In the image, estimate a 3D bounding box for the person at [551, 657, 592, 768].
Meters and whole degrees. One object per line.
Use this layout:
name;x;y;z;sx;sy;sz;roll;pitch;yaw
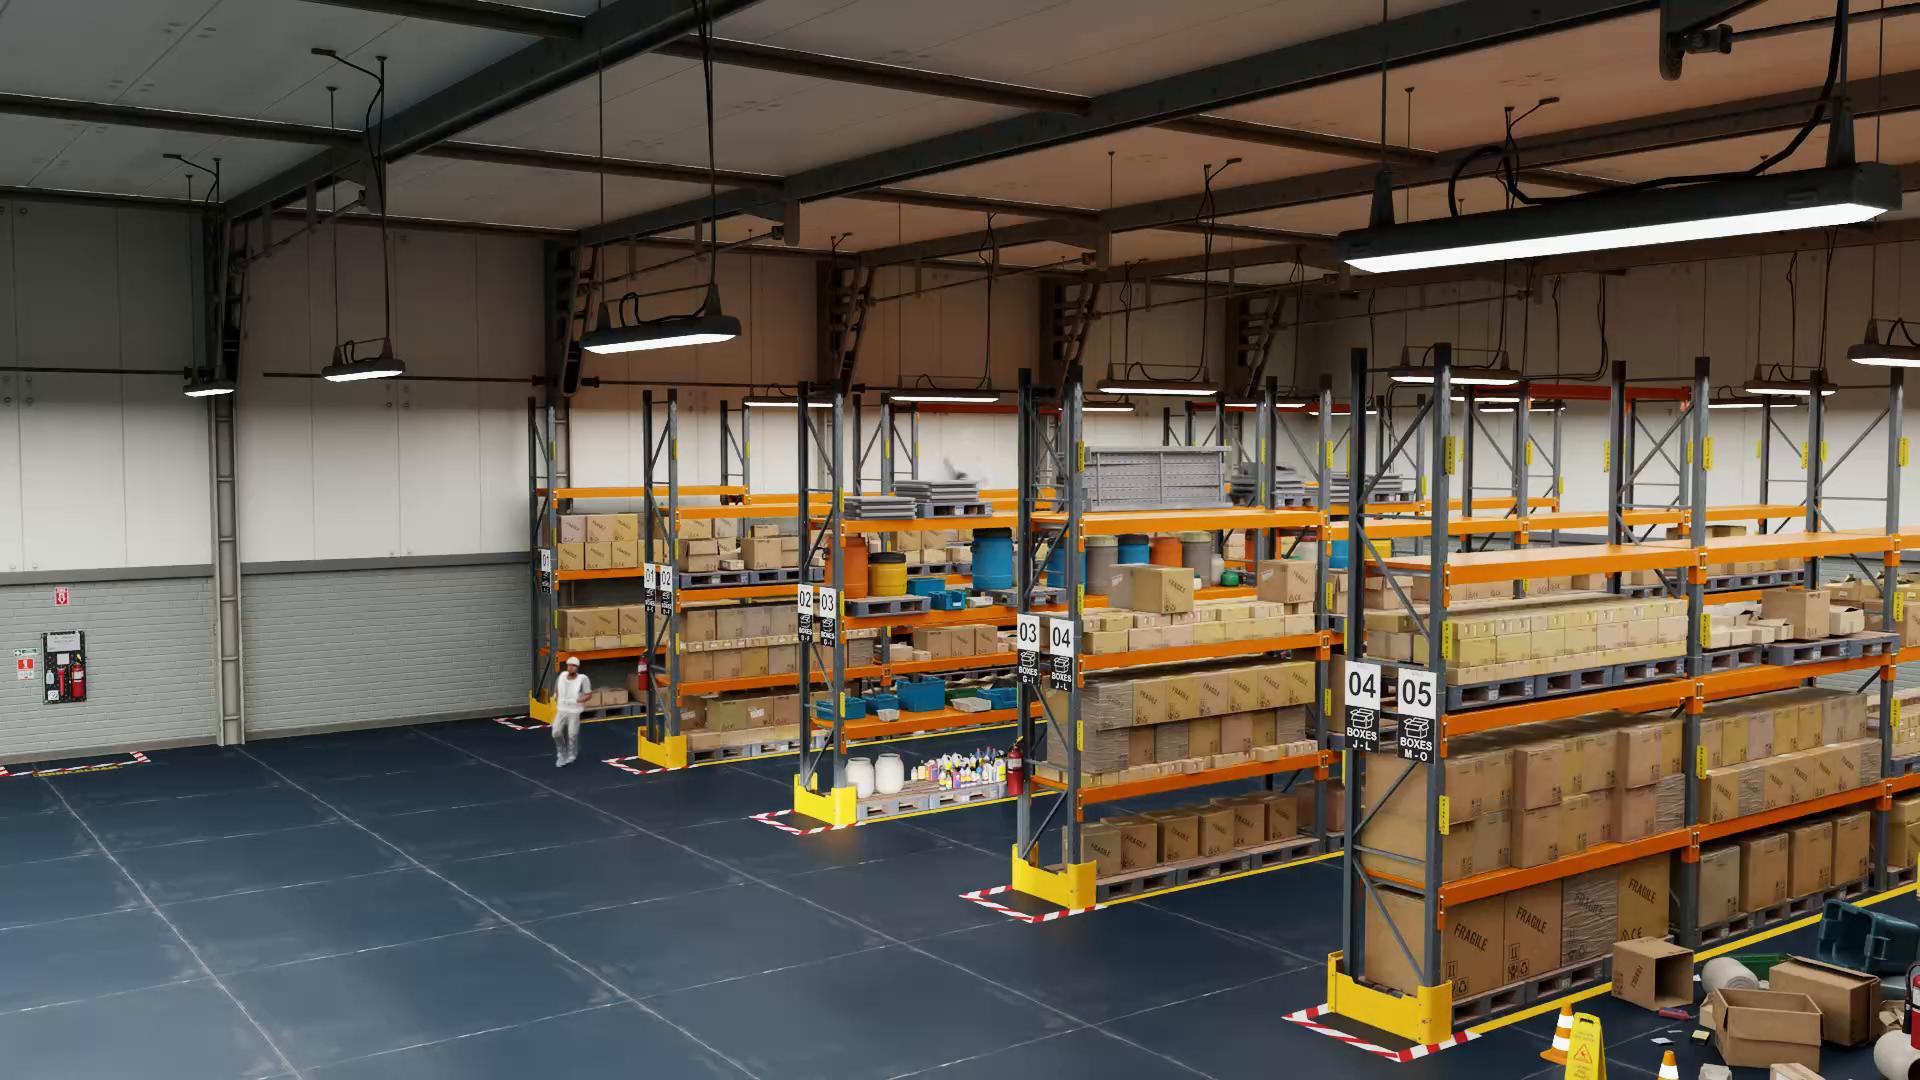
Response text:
person;-6.160;2.732;26.402;0.684;1.783;0.629;0;3;8
